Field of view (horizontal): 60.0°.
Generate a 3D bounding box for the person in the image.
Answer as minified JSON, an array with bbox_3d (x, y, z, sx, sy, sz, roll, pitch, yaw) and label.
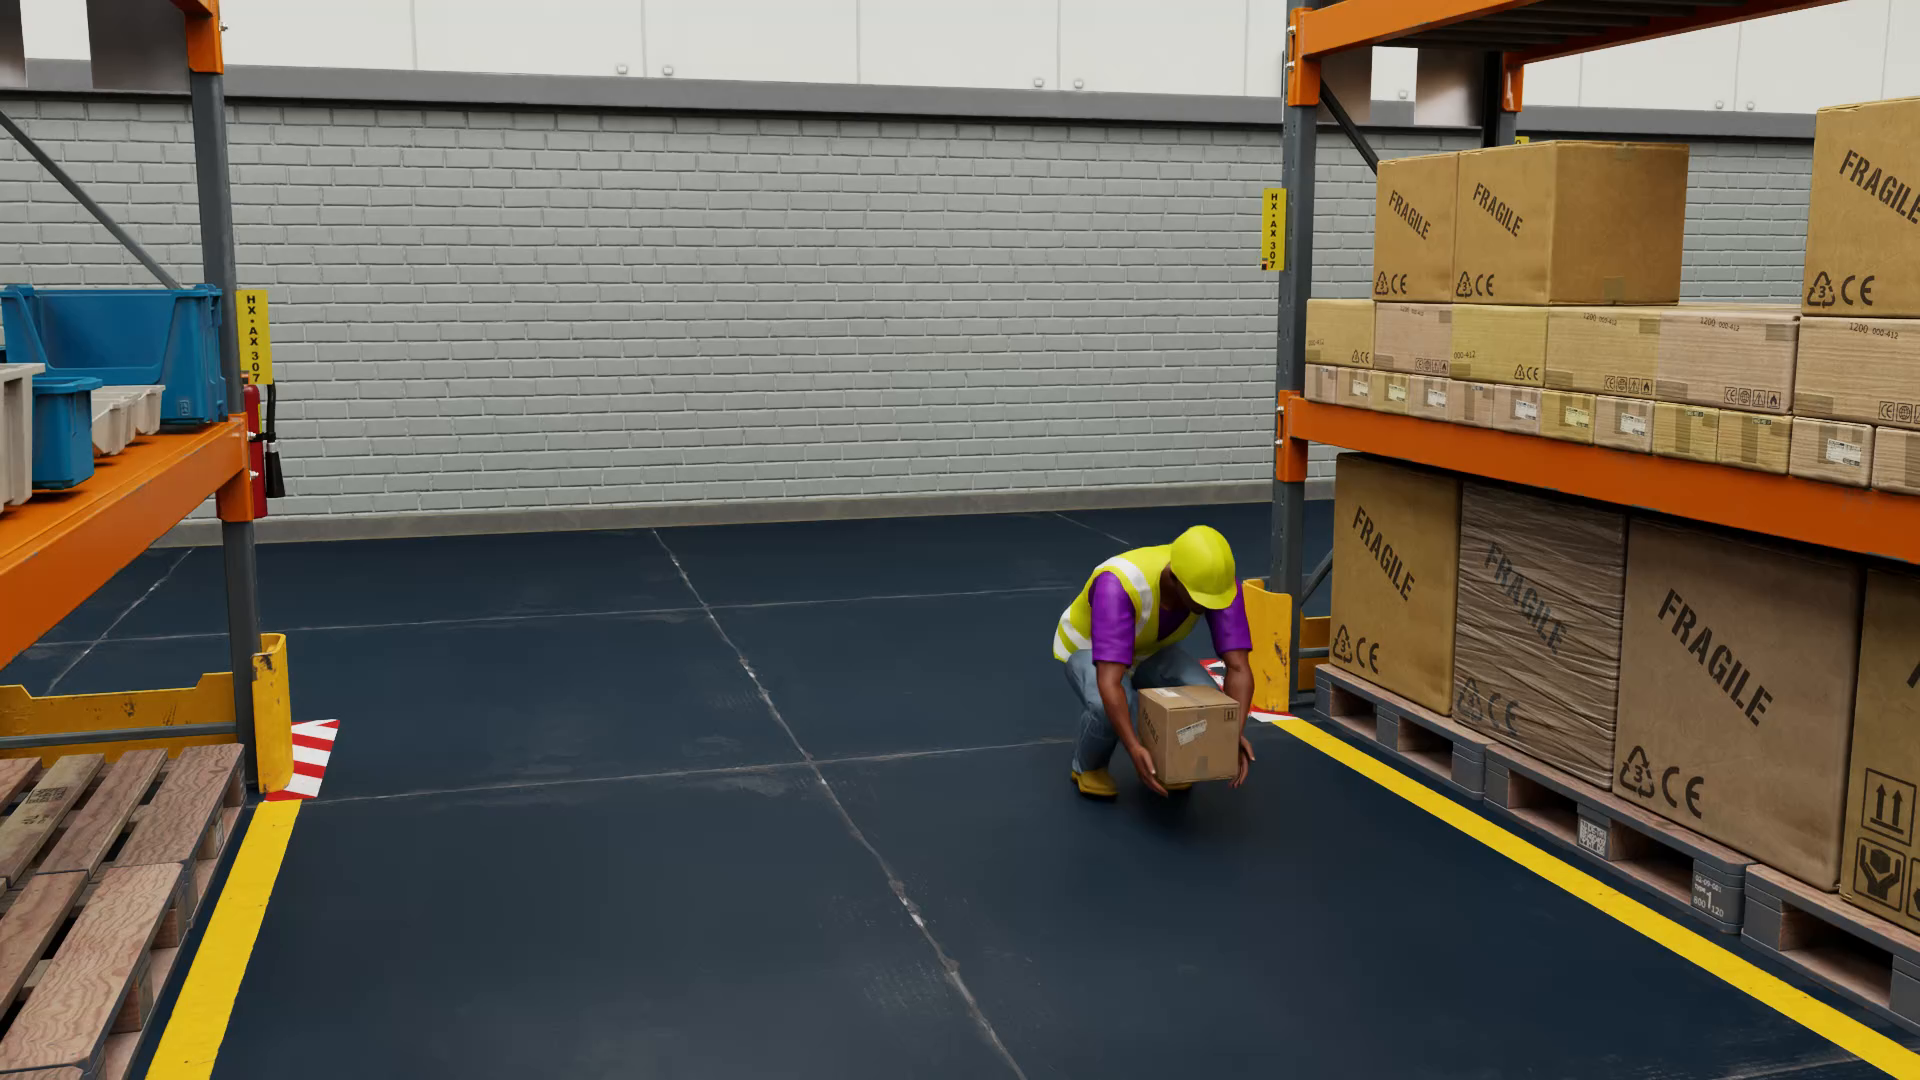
[{"bbox_3d":[0.674,0.405,5.716,0.585,1.000,0.901,-3,10,-16],"label":"person"}]
